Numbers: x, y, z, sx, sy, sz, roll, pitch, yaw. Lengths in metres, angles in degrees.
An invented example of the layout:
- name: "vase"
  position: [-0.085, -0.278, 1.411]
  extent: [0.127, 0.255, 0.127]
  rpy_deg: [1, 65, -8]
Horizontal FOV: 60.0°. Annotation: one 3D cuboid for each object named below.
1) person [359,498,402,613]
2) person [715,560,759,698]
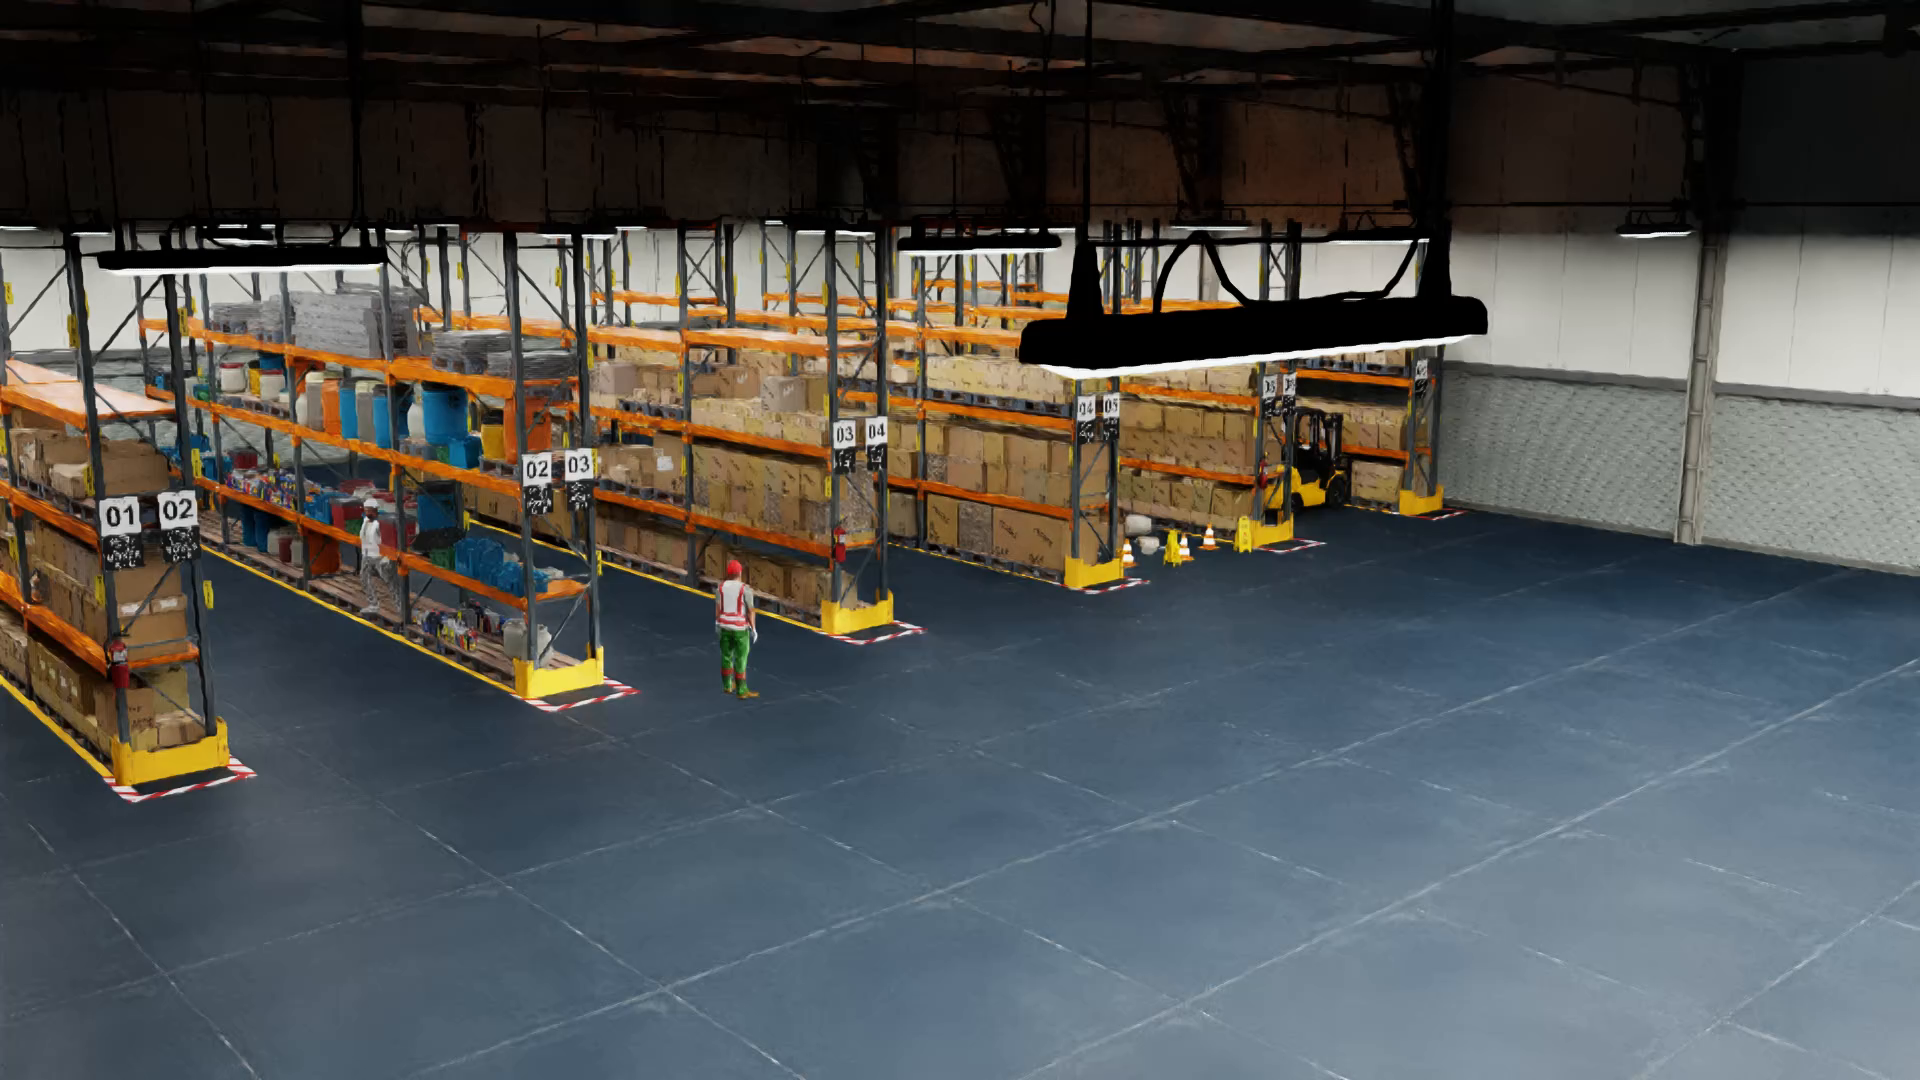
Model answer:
- name: "person"
  position: [-8.832, 0.236, 25.251]
  extent: [0.716, 1.761, 0.600]
  rpy_deg: [7, 14, 33]
- name: "person"
  position: [-2.907, 1.132, 21.639]
  extent: [0.625, 1.794, 0.468]
  rpy_deg: [4, 12, 21]
